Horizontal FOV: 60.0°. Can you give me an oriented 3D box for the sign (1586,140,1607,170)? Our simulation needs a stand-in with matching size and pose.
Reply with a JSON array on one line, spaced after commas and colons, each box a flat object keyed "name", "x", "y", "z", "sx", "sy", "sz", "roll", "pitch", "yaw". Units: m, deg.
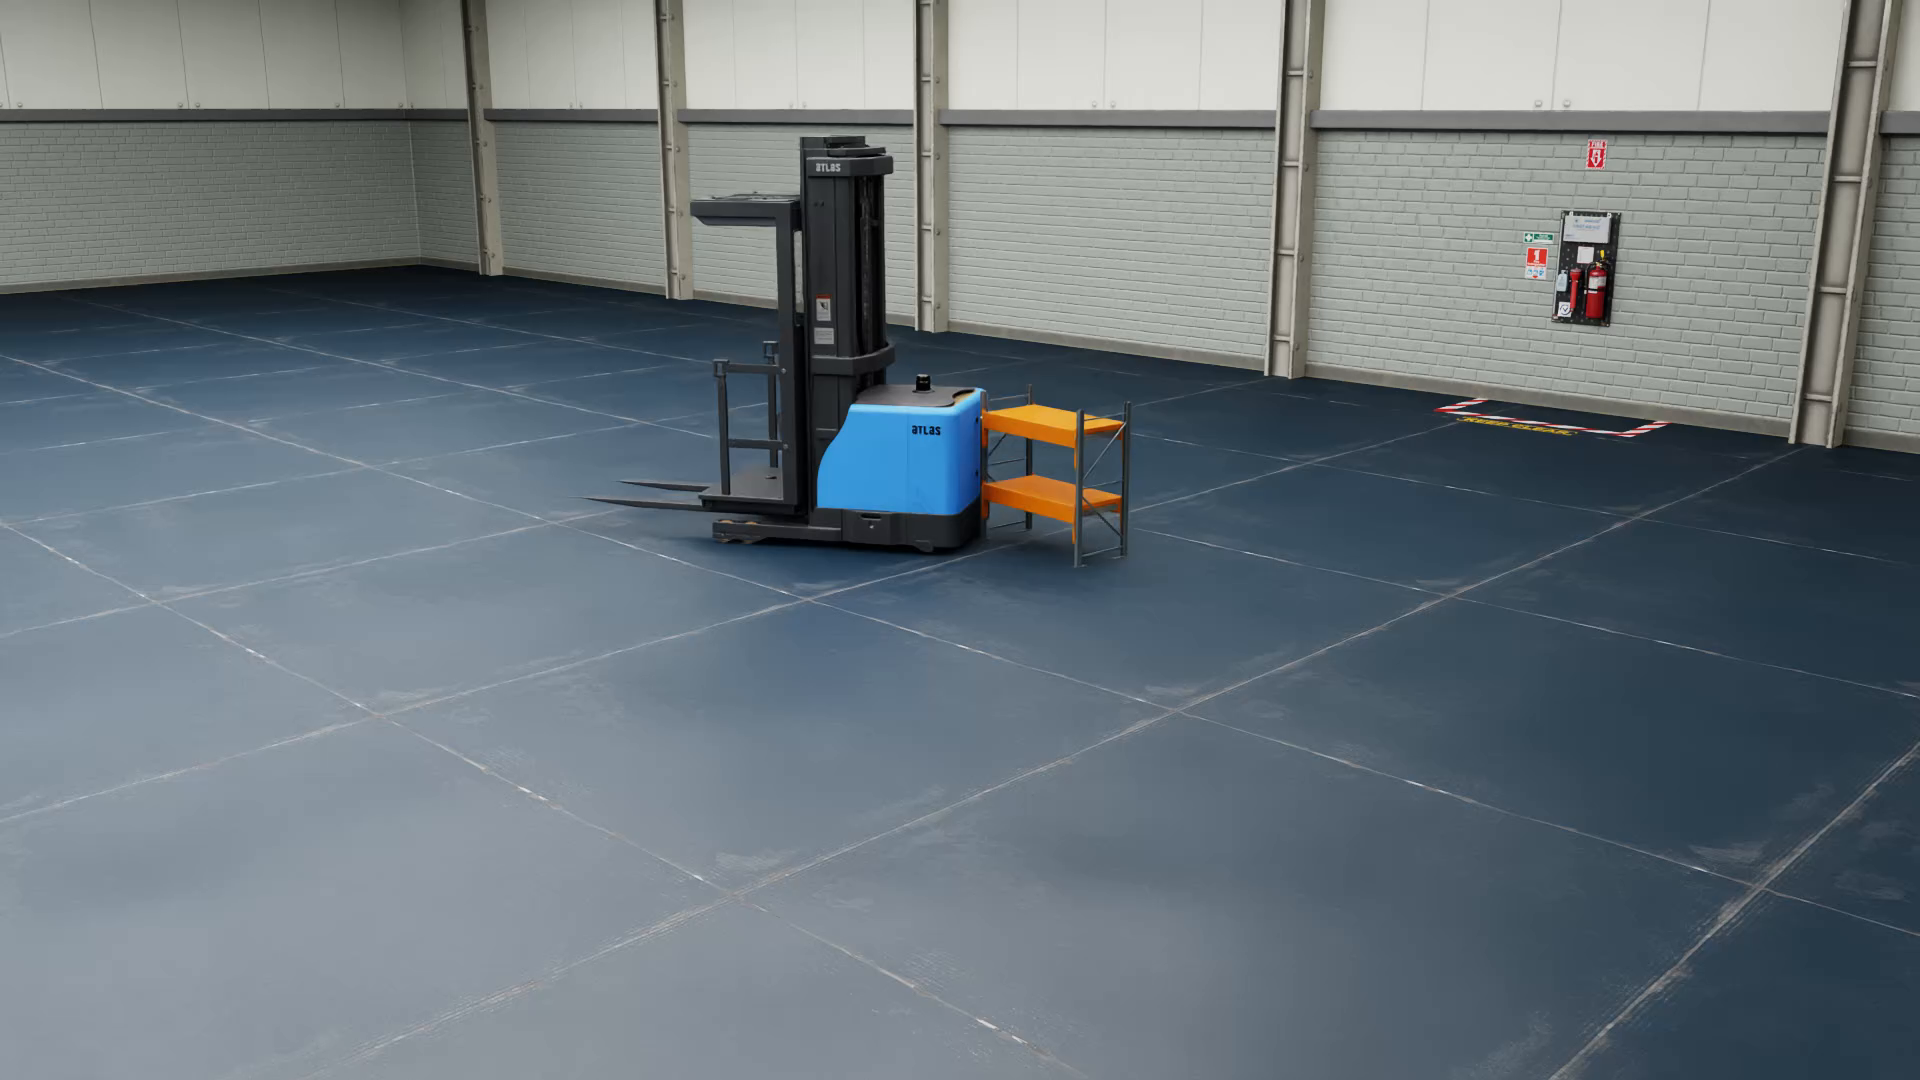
[{"name": "sign", "x": 6.544, "y": -3.963, "z": 17.096, "sx": 0.199, "sy": 0.298, "sz": 0.001, "roll": 14, "pitch": 20, "yaw": 42}]

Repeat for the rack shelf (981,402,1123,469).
[{"name": "rack shelf", "x": 0.676, "y": -0.766, "z": 11.979, "sx": 0.538, "sy": 0.278, "sz": 1.000, "roll": -12, "pitch": 19, "yaw": -38}]

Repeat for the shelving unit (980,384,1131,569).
[{"name": "shelving unit", "x": 0.676, "y": -0.483, "z": 12.053, "sx": 0.538, "sy": 1.125, "sz": 1.048, "roll": -12, "pitch": 19, "yaw": -38}]

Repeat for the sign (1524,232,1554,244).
[{"name": "sign", "x": 6.151, "y": -3.209, "z": 17.676, "sx": 0.331, "sy": 0.109, "sz": 0.001, "roll": 14, "pitch": 20, "yaw": 42}]

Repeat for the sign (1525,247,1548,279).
[{"name": "sign", "x": 6.154, "y": -2.955, "z": 17.752, "sx": 0.234, "sy": 0.329, "sz": 0.001, "roll": 14, "pitch": 20, "yaw": 42}]

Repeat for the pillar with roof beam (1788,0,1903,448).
[{"name": "pillar with roof beam", "x": 5.245, "y": -4.504, "z": 11.872, "sx": 0.400, "sy": 9.000, "sz": 9.100, "roll": 14, "pitch": 20, "yaw": 42}]

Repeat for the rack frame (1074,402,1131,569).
[{"name": "rack frame", "x": 1.002, "y": -0.384, "z": 11.676, "sx": 0.500, "sy": 1.125, "sz": 0.032, "roll": -12, "pitch": 19, "yaw": -38}]

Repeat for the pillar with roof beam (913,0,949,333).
[{"name": "pillar with roof beam", "x": -3.394, "y": -6.604, "z": 19.932, "sx": 0.400, "sy": 9.000, "sz": 9.100, "roll": 14, "pitch": 20, "yaw": 42}]

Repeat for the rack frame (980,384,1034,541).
[{"name": "rack frame", "x": 0.349, "y": -0.581, "z": 12.430, "sx": 0.500, "sy": 1.125, "sz": 0.032, "roll": -12, "pitch": 19, "yaw": -38}]

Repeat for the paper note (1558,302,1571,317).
[{"name": "paper note", "x": 6.401, "y": -2.439, "z": 17.592, "sx": 0.142, "sy": 0.148, "sz": 0.016, "roll": 14, "pitch": 20, "yaw": 42}]

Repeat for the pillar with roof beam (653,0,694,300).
[{"name": "pillar with roof beam", "x": -7.713, "y": -7.654, "z": 23.962, "sx": 0.400, "sy": 9.000, "sz": 9.100, "roll": 14, "pitch": 20, "yaw": 42}]

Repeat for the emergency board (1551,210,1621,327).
[{"name": "emergency board", "x": 6.480, "y": -2.822, "z": 17.314, "sx": 0.643, "sy": 1.169, "sz": 0.194, "roll": 14, "pitch": 20, "yaw": 42}]

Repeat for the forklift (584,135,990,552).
[{"name": "forklift", "x": -1.348, "y": -1.511, "z": 12.419, "sx": 3.031, "sy": 2.935, "sz": 1.130, "roll": 4, "pitch": 15, "yaw": 14}]

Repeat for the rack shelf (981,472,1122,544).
[{"name": "rack shelf", "x": 0.676, "y": -0.246, "z": 12.115, "sx": 0.538, "sy": 0.278, "sz": 1.000, "roll": -12, "pitch": 19, "yaw": -38}]

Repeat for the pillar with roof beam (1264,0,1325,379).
[{"name": "pillar with roof beam", "x": 0.925, "y": -5.554, "z": 15.902, "sx": 0.400, "sy": 9.000, "sz": 9.100, "roll": 14, "pitch": 20, "yaw": 42}]

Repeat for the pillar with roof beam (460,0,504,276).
[{"name": "pillar with roof beam", "x": -12.032, "y": -8.705, "z": 27.992, "sx": 0.400, "sy": 9.000, "sz": 9.100, "roll": 14, "pitch": 20, "yaw": 42}]
